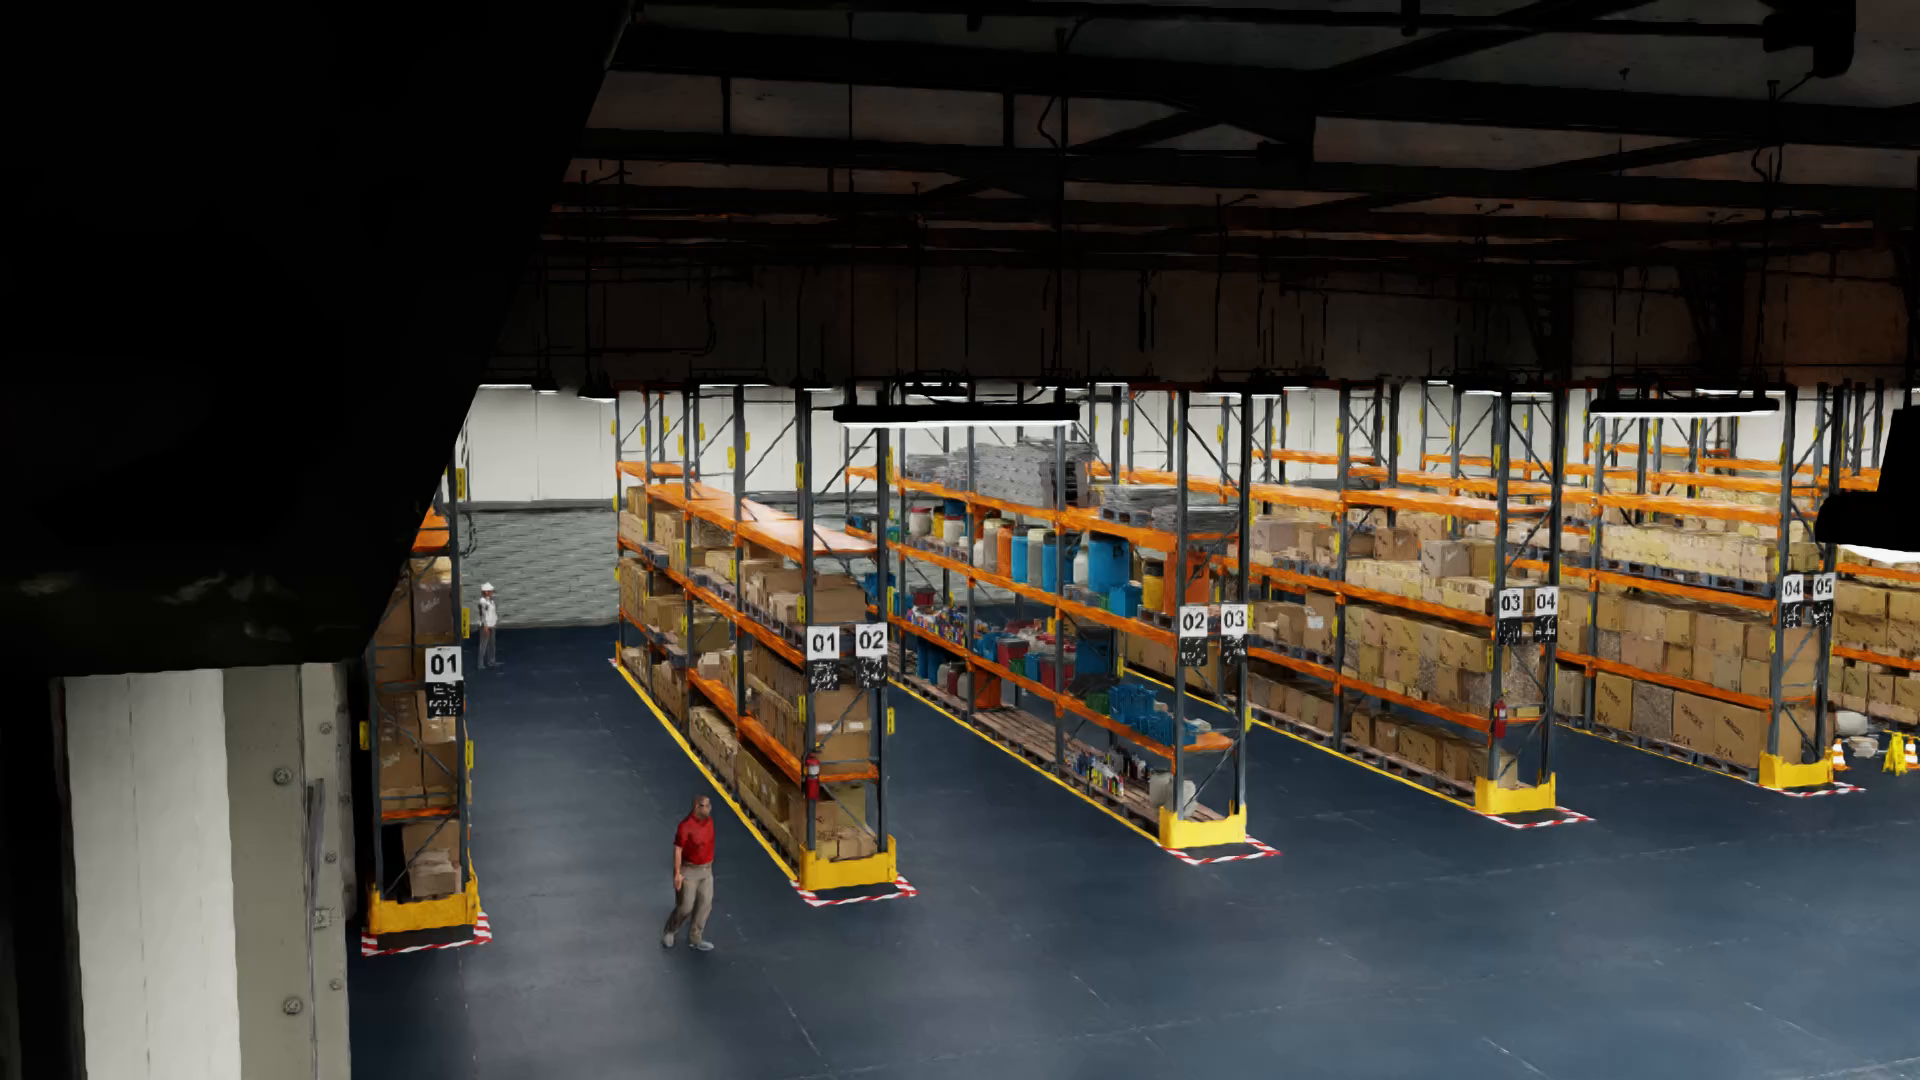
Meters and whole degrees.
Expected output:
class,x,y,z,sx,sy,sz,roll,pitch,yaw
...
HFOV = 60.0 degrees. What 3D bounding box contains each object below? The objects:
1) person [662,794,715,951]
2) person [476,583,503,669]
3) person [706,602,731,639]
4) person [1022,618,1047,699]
class,x,y,z,sx,sy,sz,roll,pitch,yaw
person,-2.942,3.581,18.012,0.570,1.713,0.597,4,7,34
person,-9.841,1.781,34.623,0.432,1.771,0.608,0,6,4
person,-5.150,1.713,35.490,0.571,1.701,1.111,-2,6,-21
person,1.438,2.228,31.489,0.412,1.533,0.955,-3,7,-27
